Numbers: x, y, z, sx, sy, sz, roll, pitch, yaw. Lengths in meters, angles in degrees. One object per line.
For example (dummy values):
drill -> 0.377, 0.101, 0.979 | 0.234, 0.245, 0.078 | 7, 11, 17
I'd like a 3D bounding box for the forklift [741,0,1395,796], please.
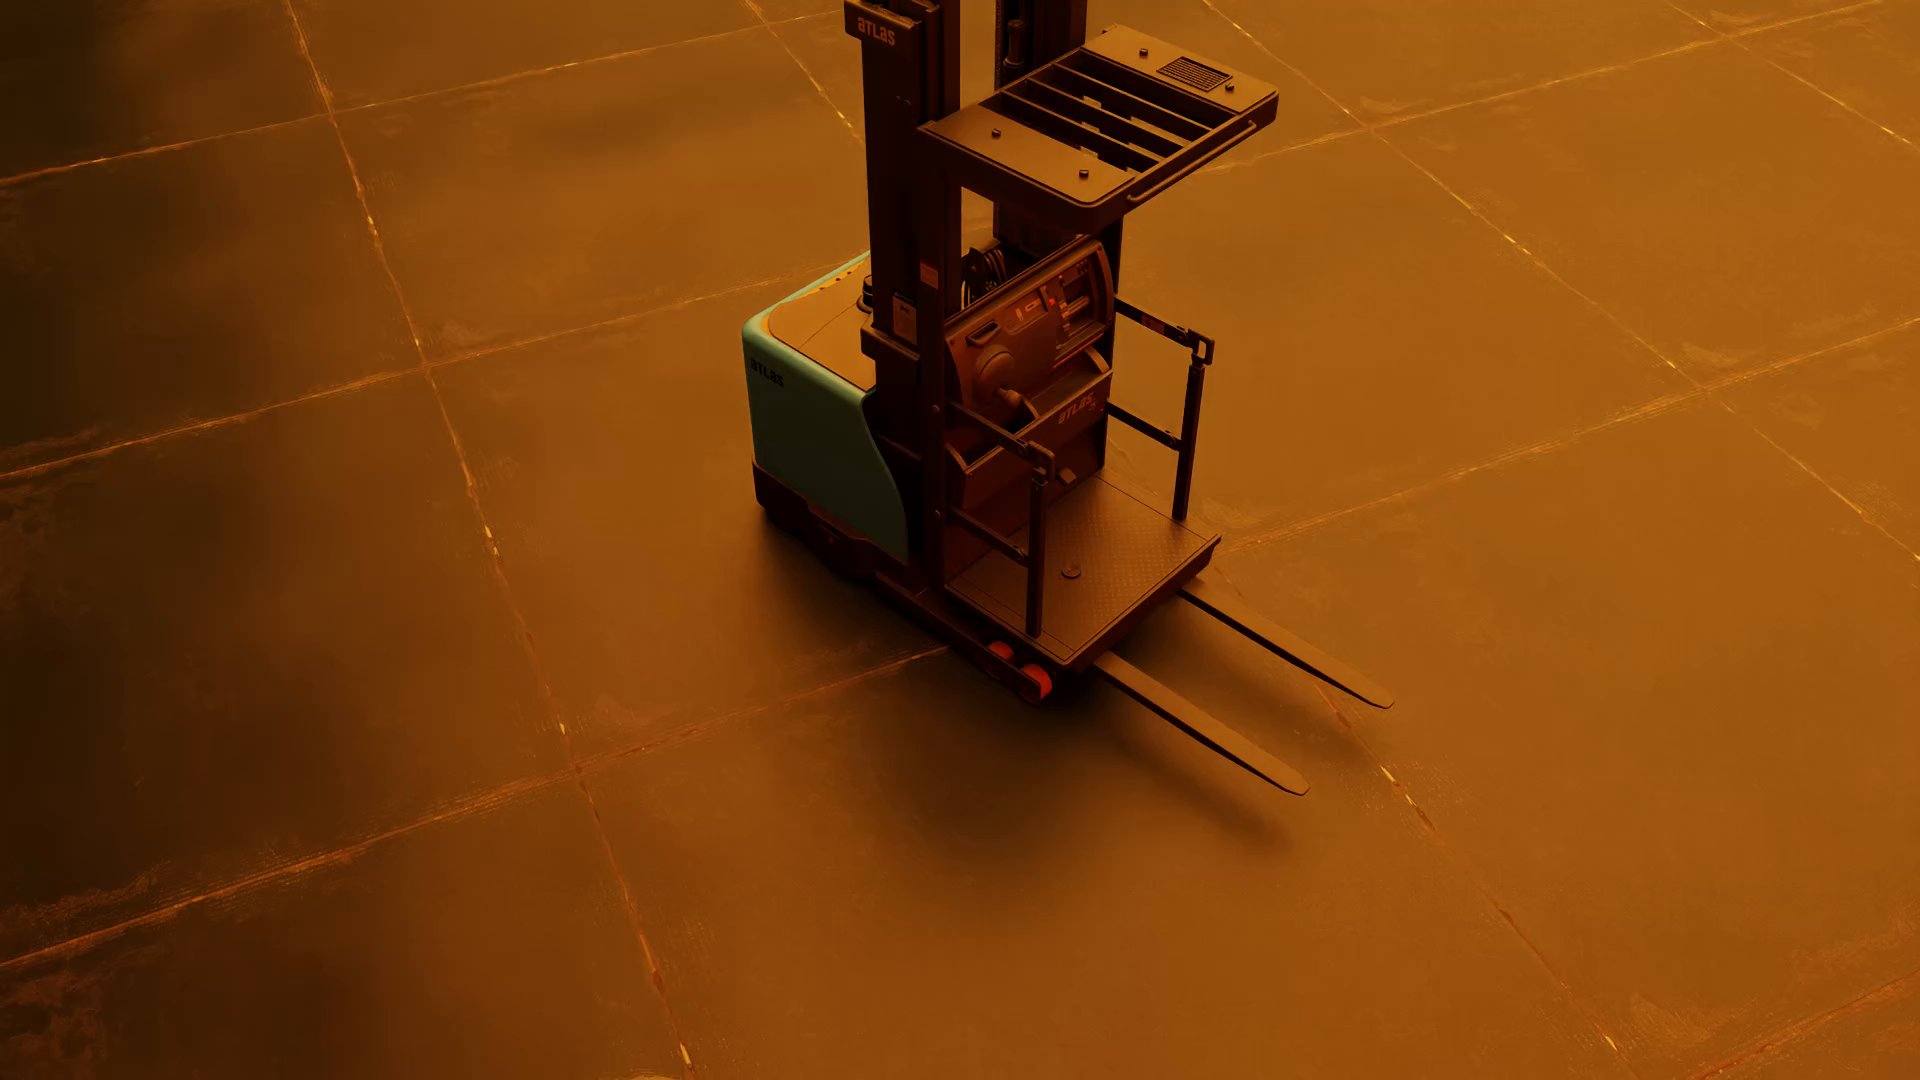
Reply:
forklift -> 0.445, -0.788, 6.525 | 3.031, 2.935, 1.130 | 32, 52, 30
